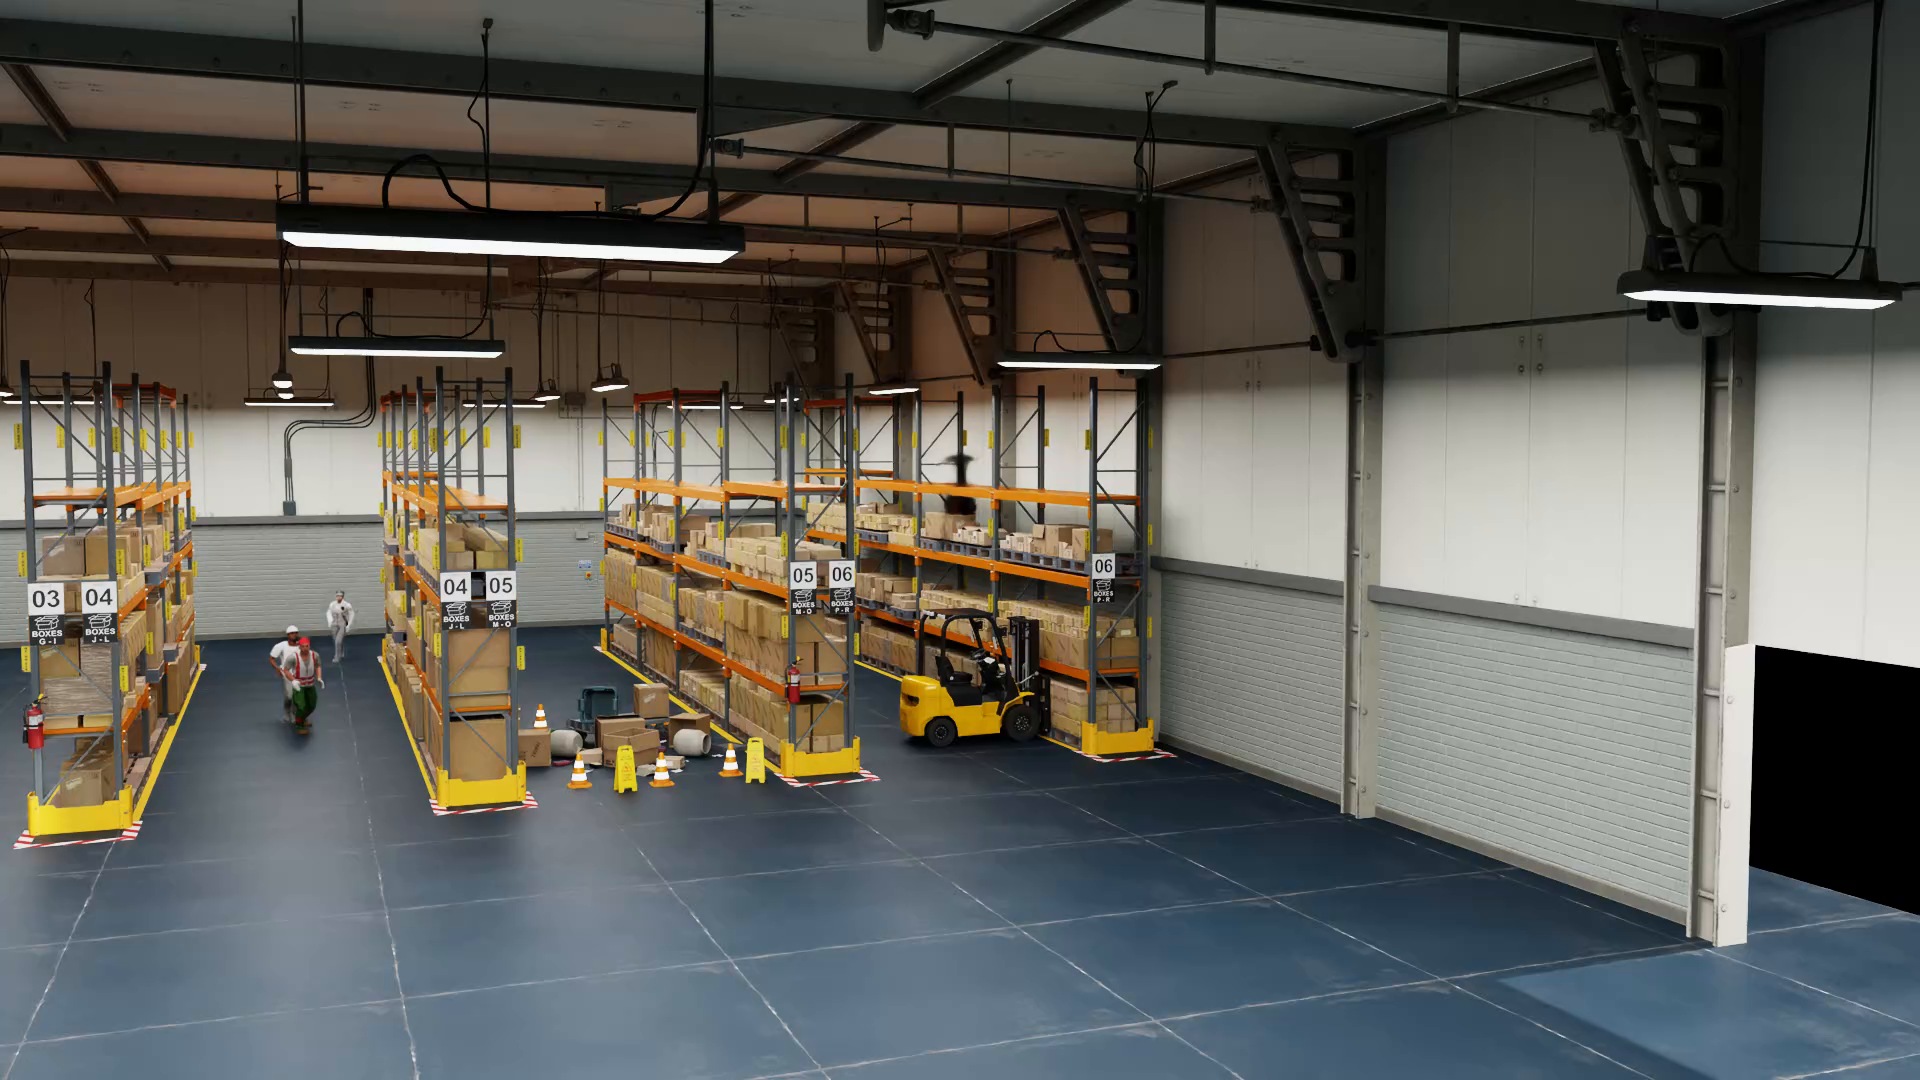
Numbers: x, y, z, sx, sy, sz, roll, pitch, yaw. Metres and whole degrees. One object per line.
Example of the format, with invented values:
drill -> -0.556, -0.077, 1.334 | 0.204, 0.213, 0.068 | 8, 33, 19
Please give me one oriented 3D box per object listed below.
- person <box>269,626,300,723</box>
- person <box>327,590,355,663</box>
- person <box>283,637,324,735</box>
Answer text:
person -> -11.714, 2.373, 29.212 | 0.699, 1.724, 0.560 | -2, 4, -35
person -> -13.994, 1.940, 37.701 | 0.626, 1.636, 0.652 | 0, 3, 6
person -> -11.191, 2.461, 28.250 | 0.856, 1.691, 0.648 | 3, 5, 42
